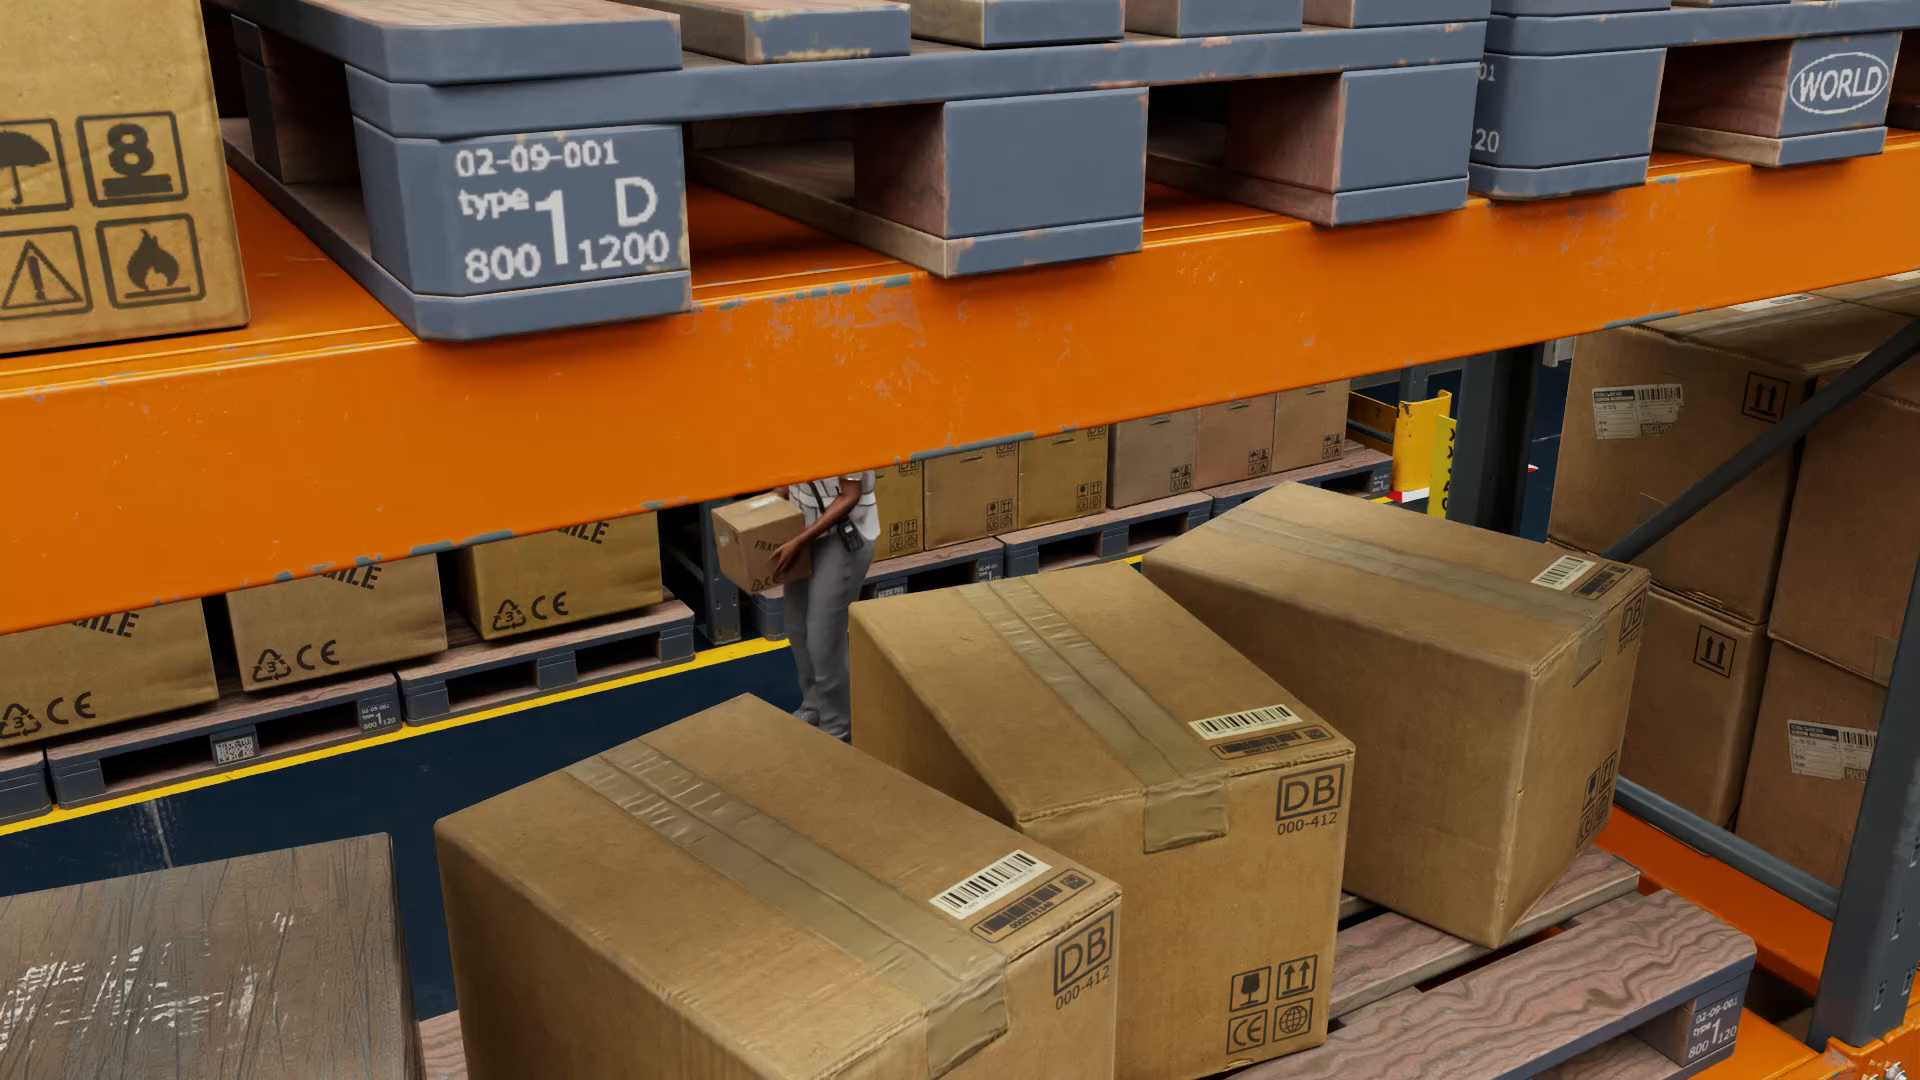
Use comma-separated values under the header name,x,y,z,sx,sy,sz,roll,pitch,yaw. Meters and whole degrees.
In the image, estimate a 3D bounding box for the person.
name,x,y,z,sx,sy,sz,roll,pitch,yaw
person,-0.533,0.008,6.030,0.465,1.689,0.474,-13,25,-29
